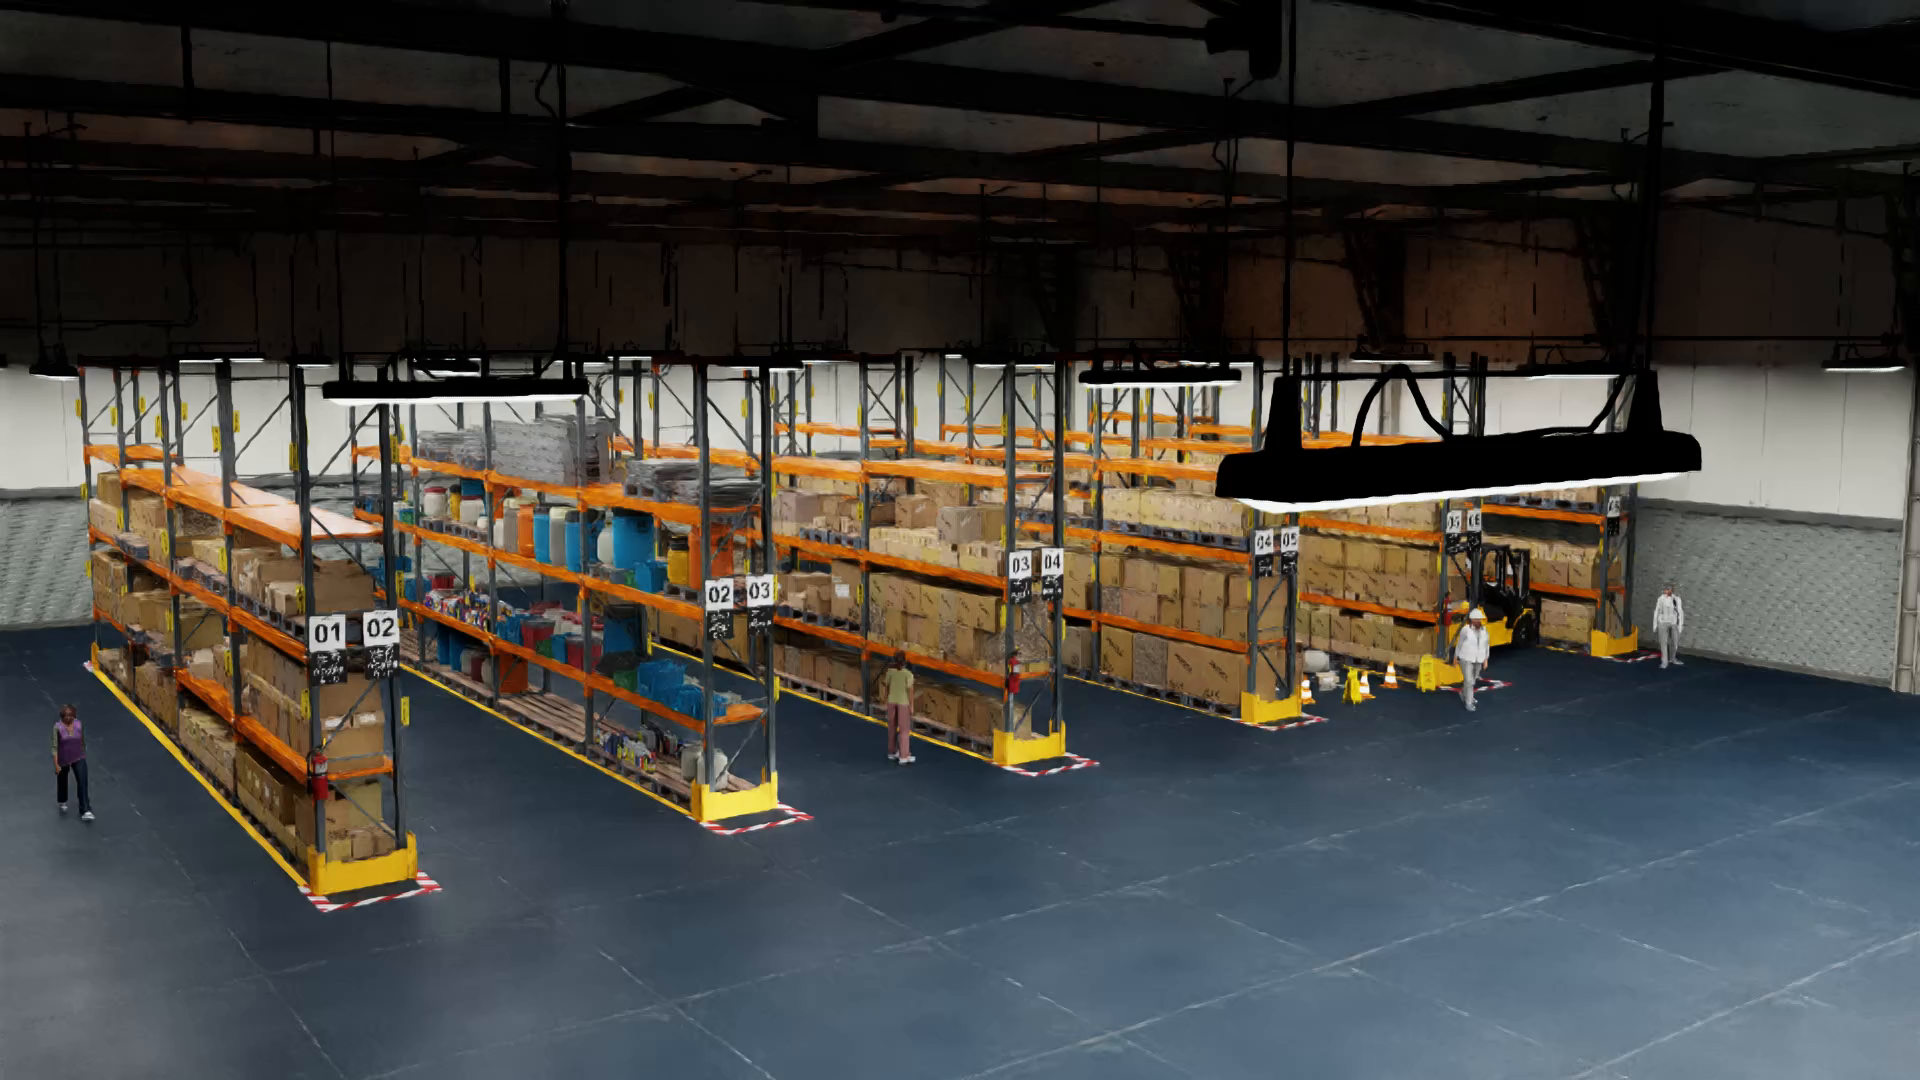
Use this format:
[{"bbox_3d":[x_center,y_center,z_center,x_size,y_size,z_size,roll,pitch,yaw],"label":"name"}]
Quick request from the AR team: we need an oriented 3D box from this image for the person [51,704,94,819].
[{"bbox_3d":[-11.773,2.903,21.980,0.419,1.513,1.037,-5,9,-37],"label":"person"}]

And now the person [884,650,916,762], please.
[{"bbox_3d":[-0.889,2.470,24.936,0.498,1.675,0.440,3,8,23],"label":"person"}]

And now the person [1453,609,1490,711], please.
[{"bbox_3d":[8.791,2.030,28.482,0.577,1.732,0.954,-1,7,-12],"label":"person"}]

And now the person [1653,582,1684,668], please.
[{"bbox_3d":[13.724,1.619,32.171,0.572,1.668,0.525,3,8,26],"label":"person"}]
